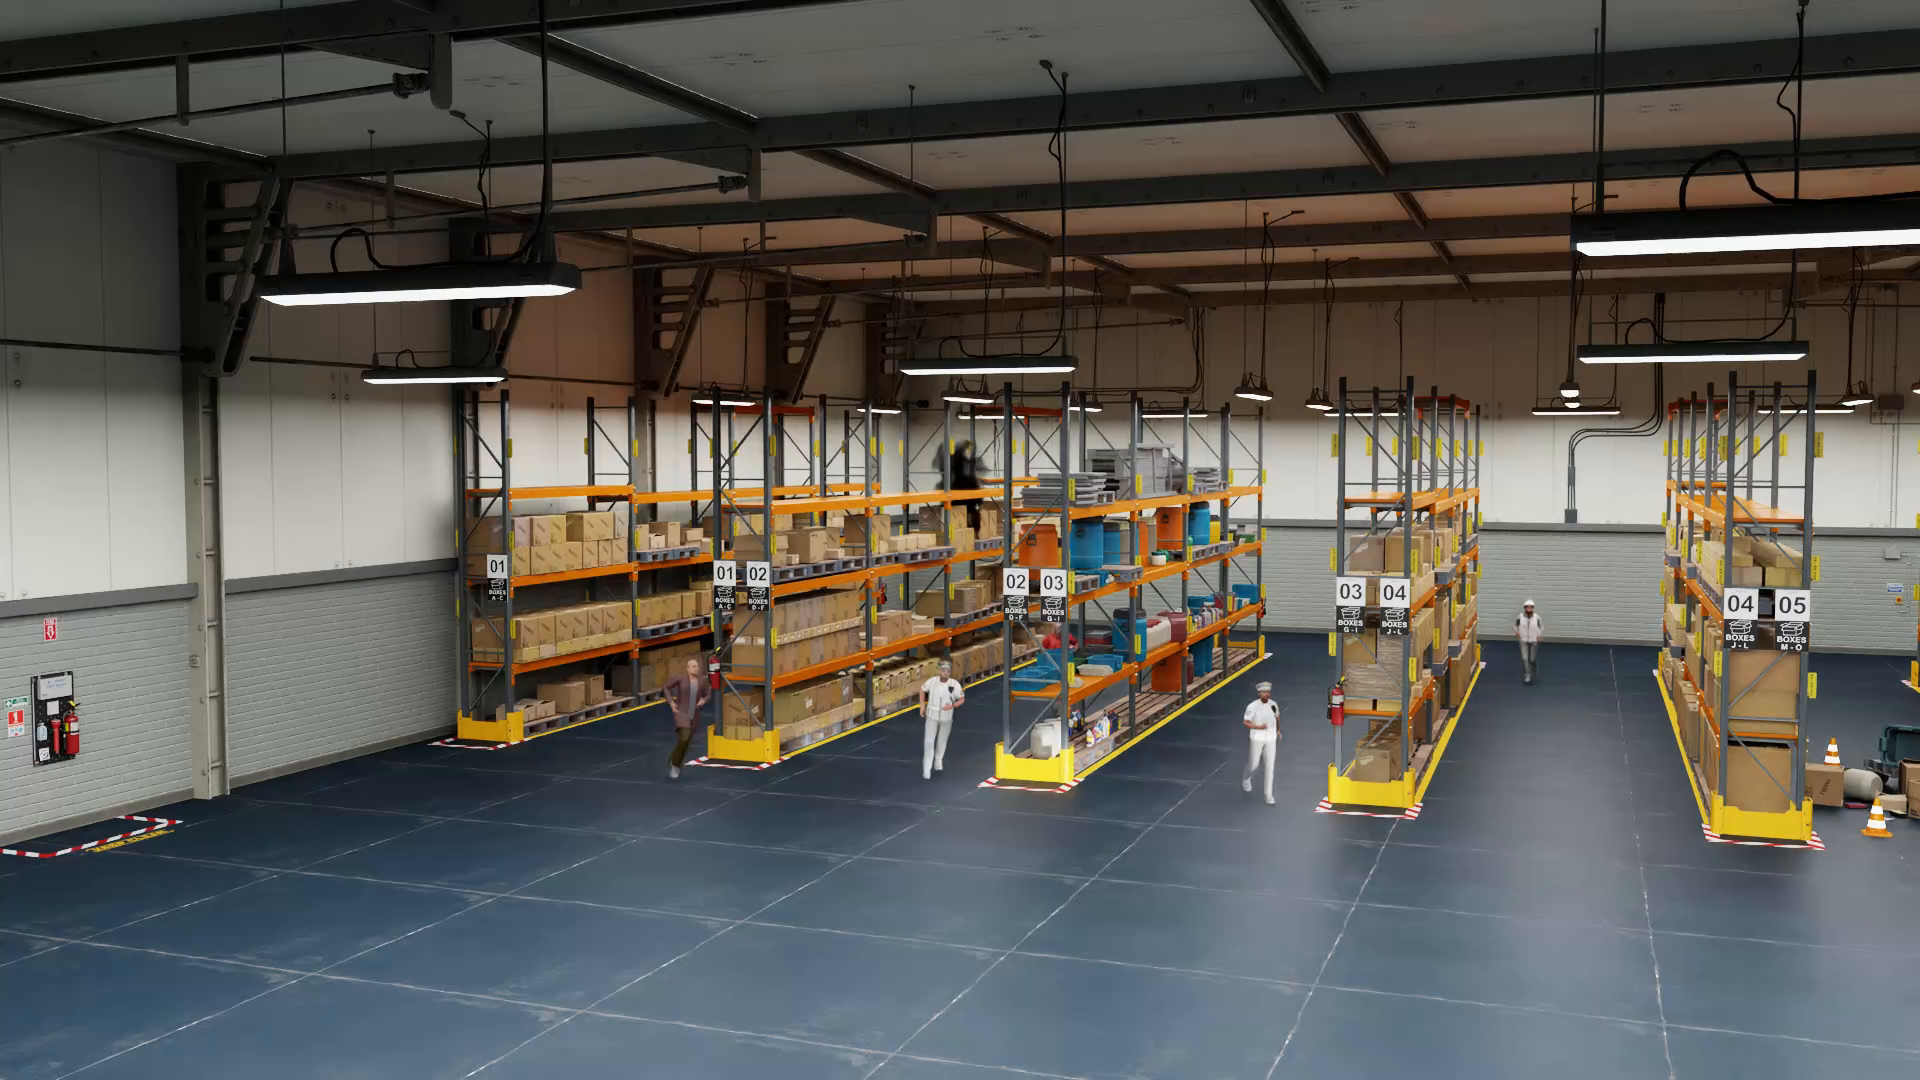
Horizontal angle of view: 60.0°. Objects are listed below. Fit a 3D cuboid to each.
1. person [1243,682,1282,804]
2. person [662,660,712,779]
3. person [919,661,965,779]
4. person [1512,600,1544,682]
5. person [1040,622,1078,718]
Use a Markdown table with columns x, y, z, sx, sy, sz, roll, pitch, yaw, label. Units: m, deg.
| x | y | z | sx | sy | sz | roll | pitch | yaw | label |
| --- | --- | --- | --- | --- | --- | --- | --- | --- | --- |
| 4.318 | 2.842 | 23.666 | 0.607 | 1.674 | 0.913 | 0 | 3 | -8 | person |
| -4.171 | 2.727 | 25.490 | 0.719 | 1.798 | 0.748 | -2 | 4 | -38 | person |
| -0.278 | 2.758 | 25.535 | 0.705 | 1.842 | 0.792 | 0 | 3 | 2 | person |
| 12.232 | 2.172 | 35.838 | 0.659 | 1.750 | 0.649 | 1 | 3 | 20 | person |
| 1.851 | 2.402 | 31.273 | 0.681 | 1.764 | 0.908 | 1 | 3 | 14 | person |
